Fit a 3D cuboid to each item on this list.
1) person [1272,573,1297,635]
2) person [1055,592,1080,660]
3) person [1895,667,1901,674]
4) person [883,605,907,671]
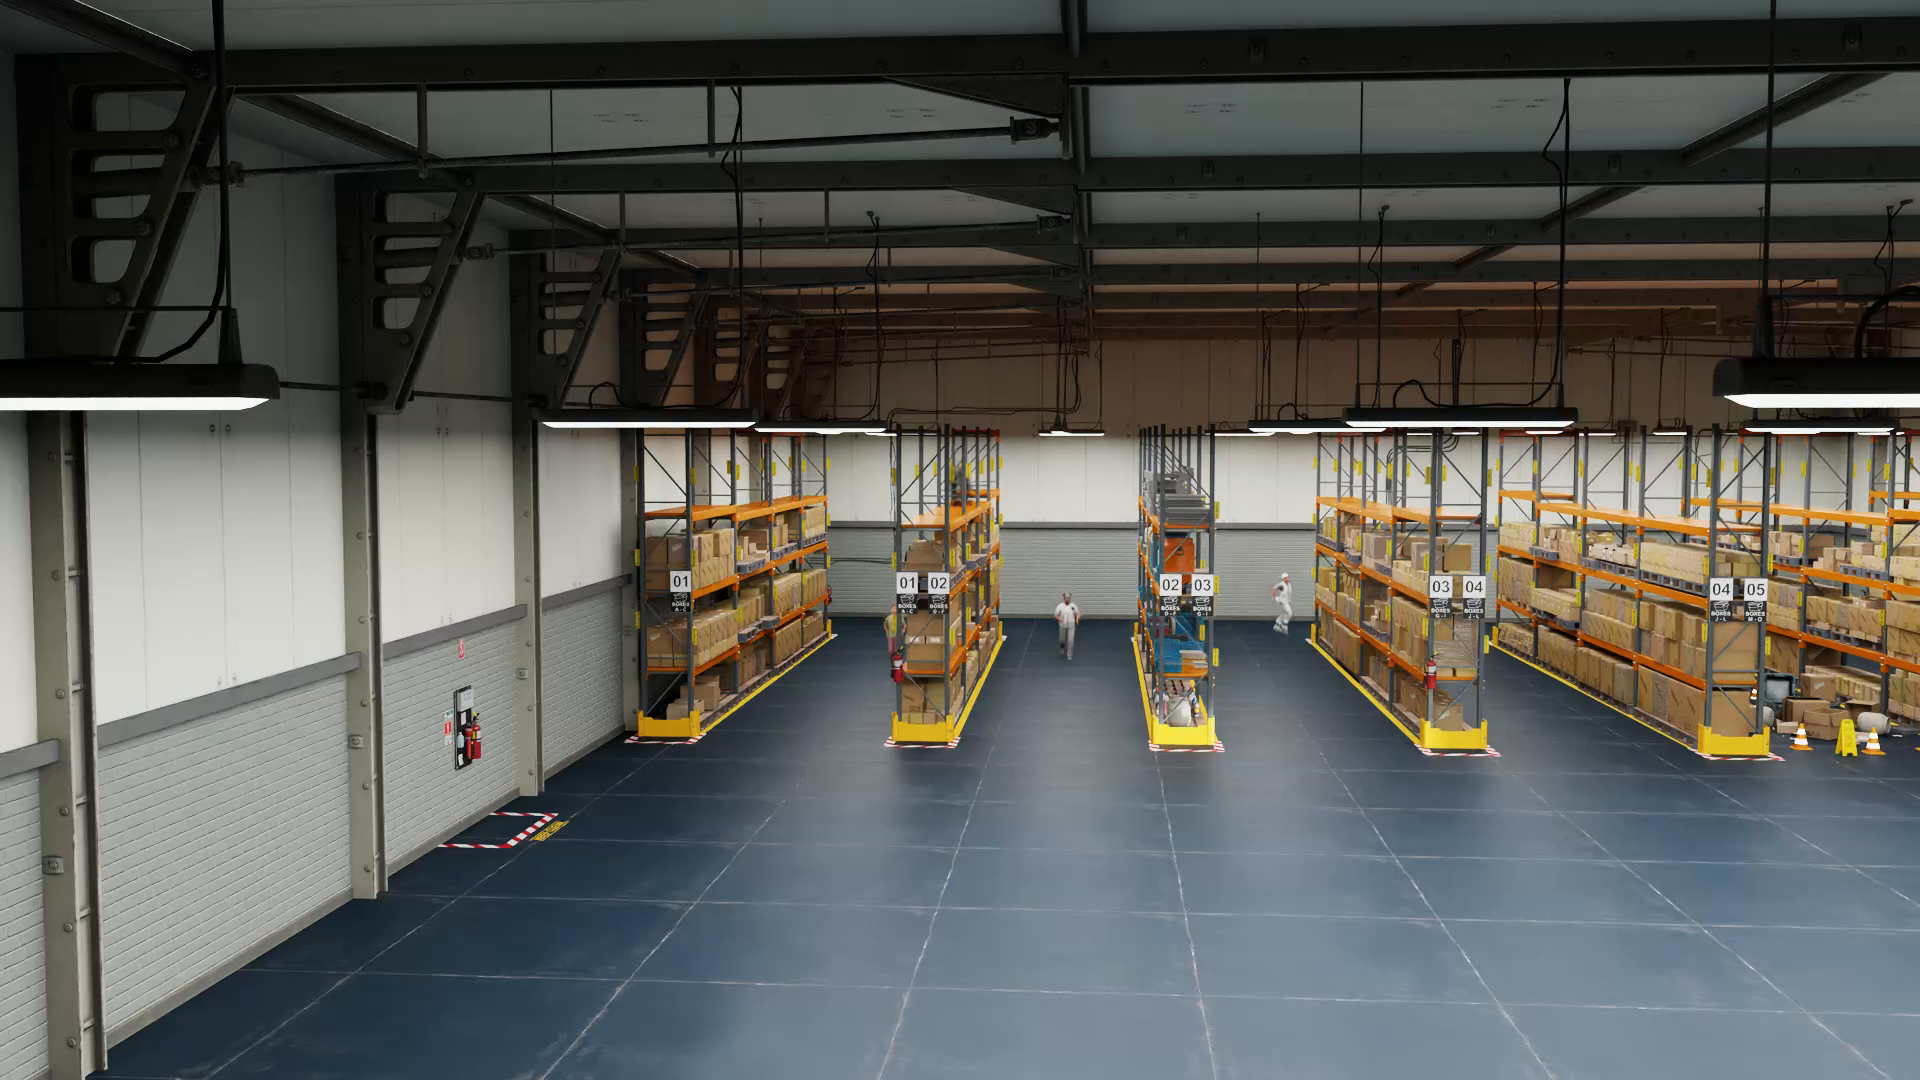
[{"bbox_3d":[9.514,1.872,48.713,0.750,1.824,0.634,3,5,42],"label":"person"},{"bbox_3d":[2.792,2.226,43.161,0.674,1.734,0.782,0,3,-1],"label":"person"},{"bbox_3d":[21.521,2.595,37.830,0.533,1.601,0.860,0,3,3],"label":"person"},{"bbox_3d":[-1.621,2.413,41.170,0.582,1.630,0.566,1,4,10],"label":"person"}]
